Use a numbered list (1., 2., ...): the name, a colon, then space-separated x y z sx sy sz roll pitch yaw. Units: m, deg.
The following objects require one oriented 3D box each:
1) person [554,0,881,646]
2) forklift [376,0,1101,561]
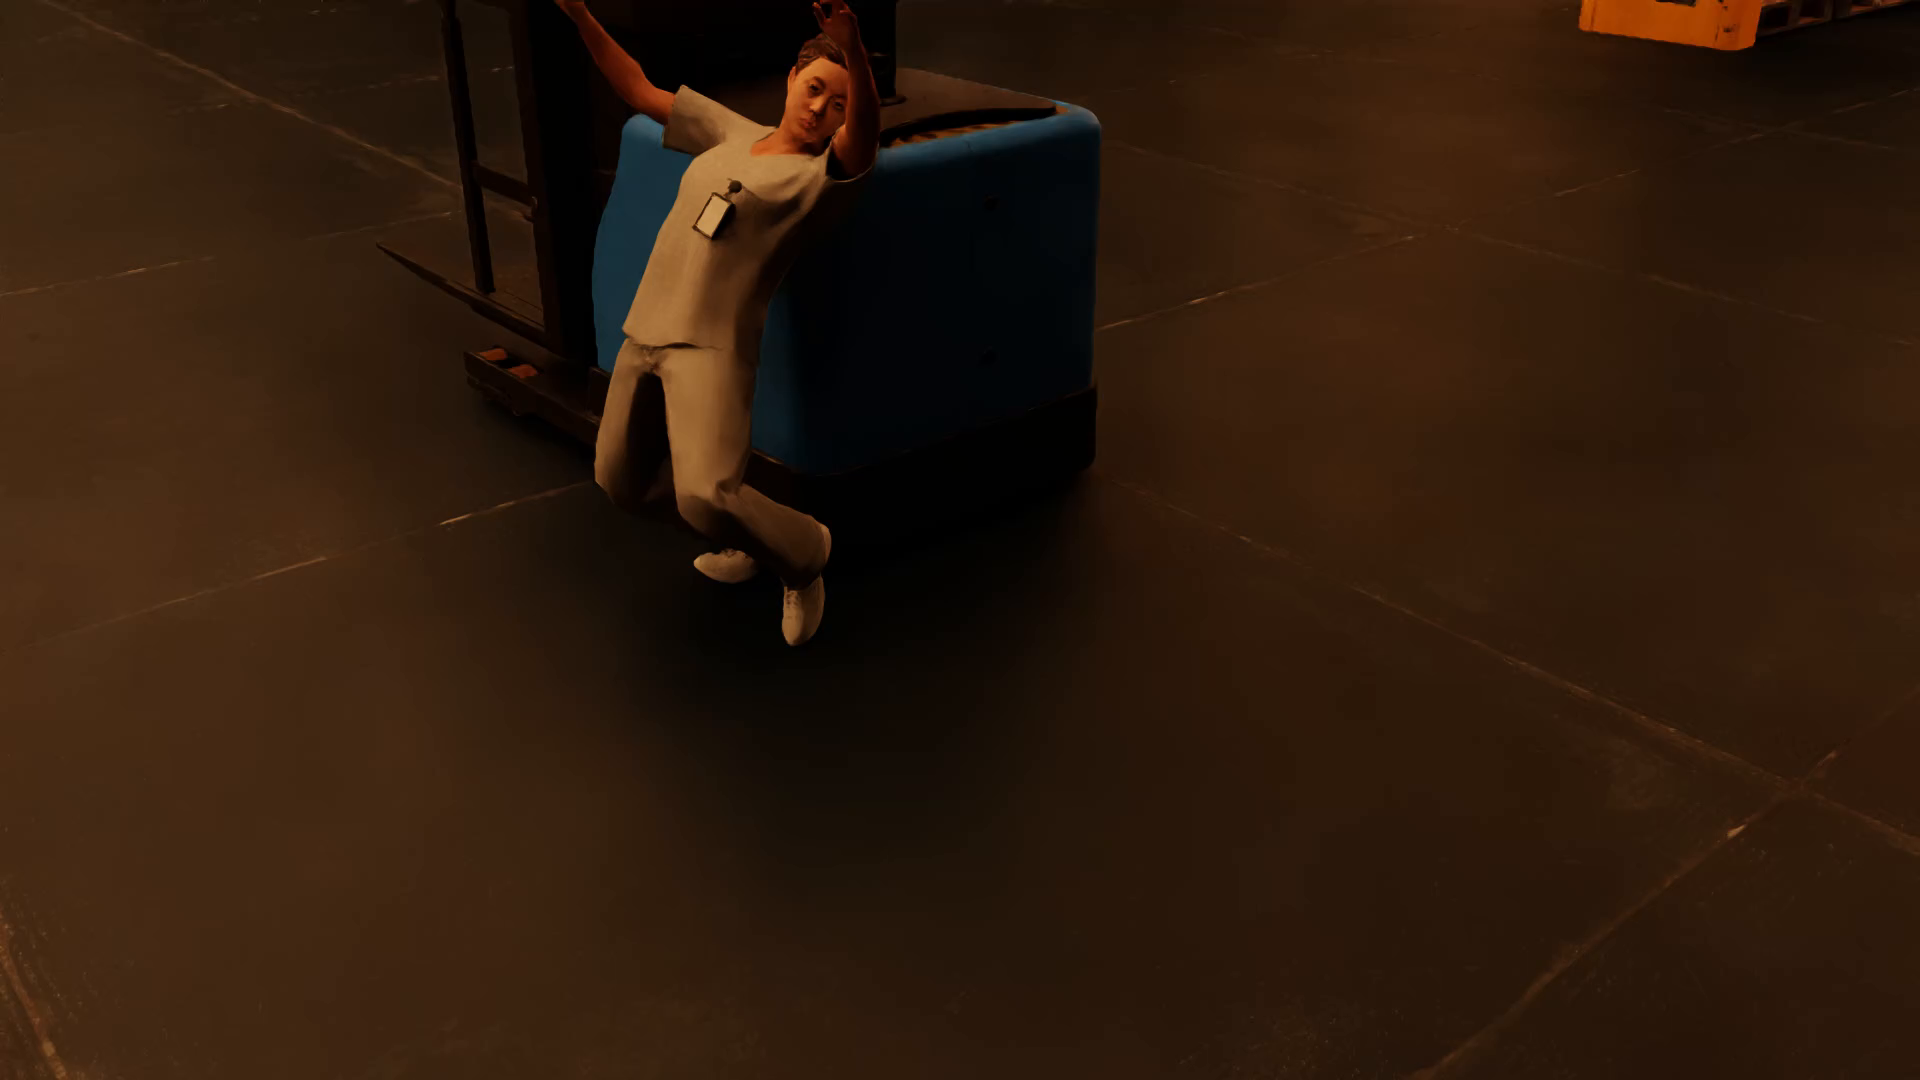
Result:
1. person: -0.465 -0.504 3.787 0.729 1.537 0.850 -22 34 -37
2. forklift: -0.958 -1.835 4.902 1.130 2.935 3.031 -21 33 -36
